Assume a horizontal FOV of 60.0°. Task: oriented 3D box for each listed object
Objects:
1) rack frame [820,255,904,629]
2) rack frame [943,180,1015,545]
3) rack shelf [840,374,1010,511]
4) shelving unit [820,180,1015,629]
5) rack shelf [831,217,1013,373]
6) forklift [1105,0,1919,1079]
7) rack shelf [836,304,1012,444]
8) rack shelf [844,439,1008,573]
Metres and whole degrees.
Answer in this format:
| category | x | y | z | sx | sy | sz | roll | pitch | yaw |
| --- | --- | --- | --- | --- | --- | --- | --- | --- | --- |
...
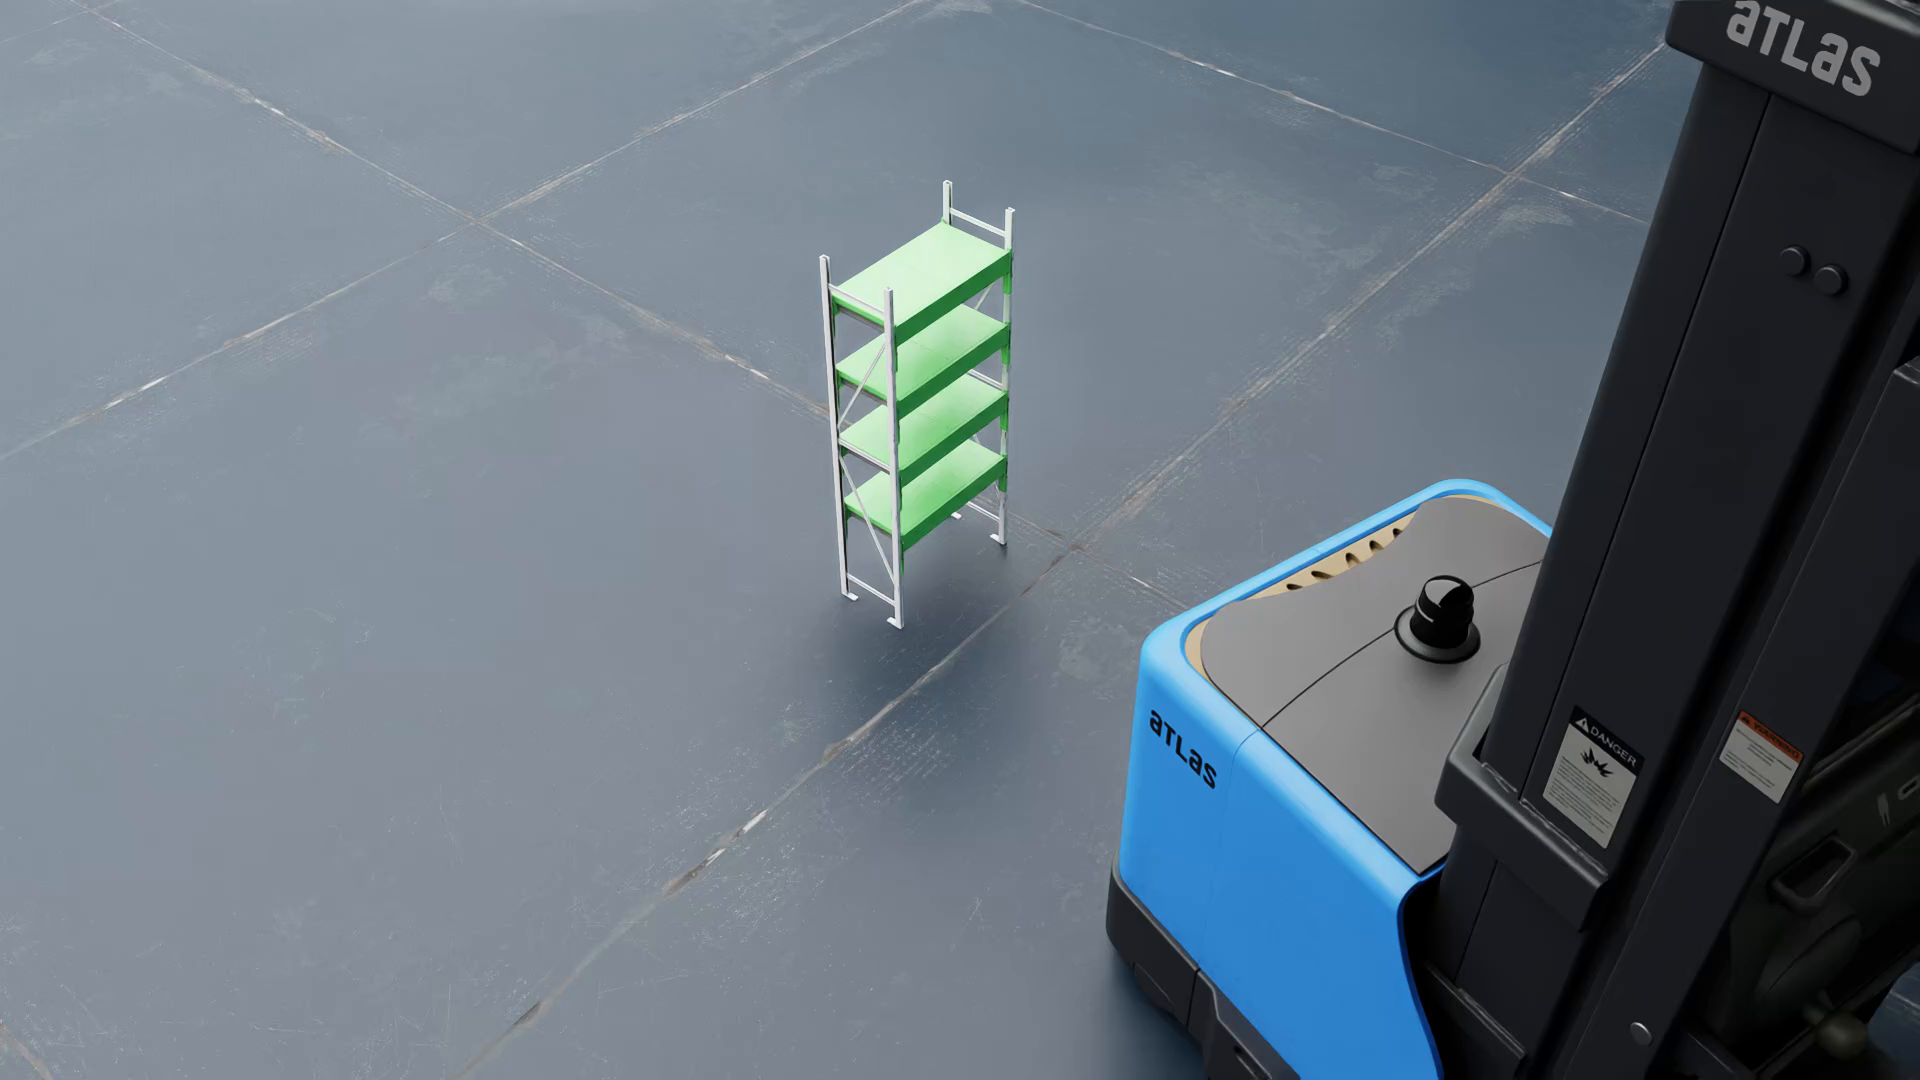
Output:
| category | x | y | z | sx | sy | sz | roll | pitch | yaw |
| --- | --- | --- | --- | --- | --- | --- | --- | --- | --- |
| rack frame | -0.264 | -0.233 | 4.614 | 0.240 | 1.200 | 0.015 | 29 | 50 | 28 |
| rack frame | 0.050 | -0.484 | 4.891 | 0.240 | 1.200 | 0.015 | 29 | 50 | 28 |
| rack shelf | -0.107 | -0.311 | 4.796 | 0.258 | 0.148 | 0.480 | 29 | 50 | 28 |
| shelving unit | -0.107 | -0.359 | 4.753 | 0.258 | 1.200 | 0.503 | 29 | 50 | 28 |
| rack shelf | -0.107 | -0.667 | 4.473 | 0.258 | 0.148 | 0.480 | 29 | 50 | 28 |
| forklift | 1.601 | 0.547 | 2.470 | 1.130 | 2.935 | 3.031 | -25 | 48 | -25 |
| rack shelf | -0.107 | -0.489 | 4.634 | 0.258 | 0.148 | 0.480 | 29 | 50 | 28 |
| rack shelf | -0.107 | -0.134 | 4.957 | 0.258 | 0.148 | 0.480 | 29 | 50 | 28 |
